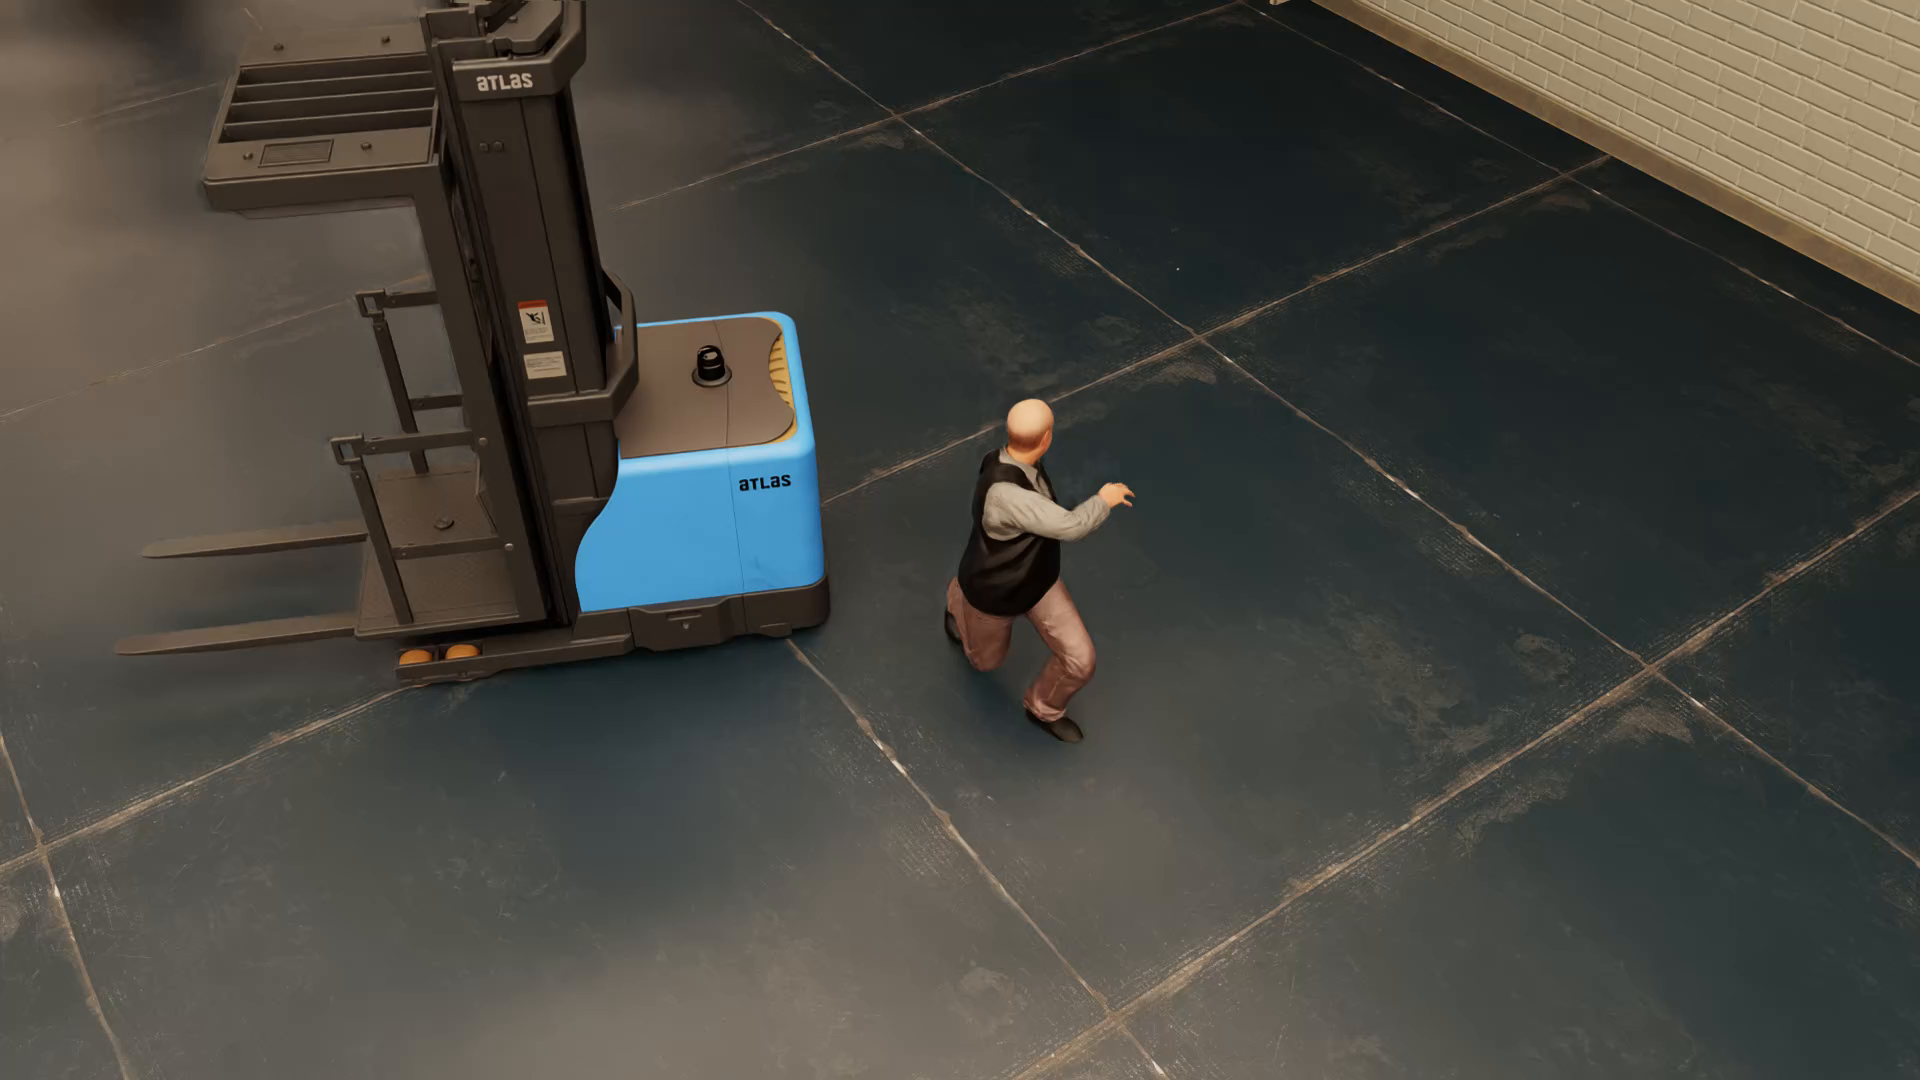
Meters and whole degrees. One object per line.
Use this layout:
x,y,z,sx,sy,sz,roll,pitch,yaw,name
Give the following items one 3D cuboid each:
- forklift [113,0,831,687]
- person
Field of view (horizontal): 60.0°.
-2.144,-0.830,6.617,3.031,2.935,1.130,-7,43,-7,forklift
0.286,0.051,6.792,0.730,1.490,0.956,-34,52,-31,person
